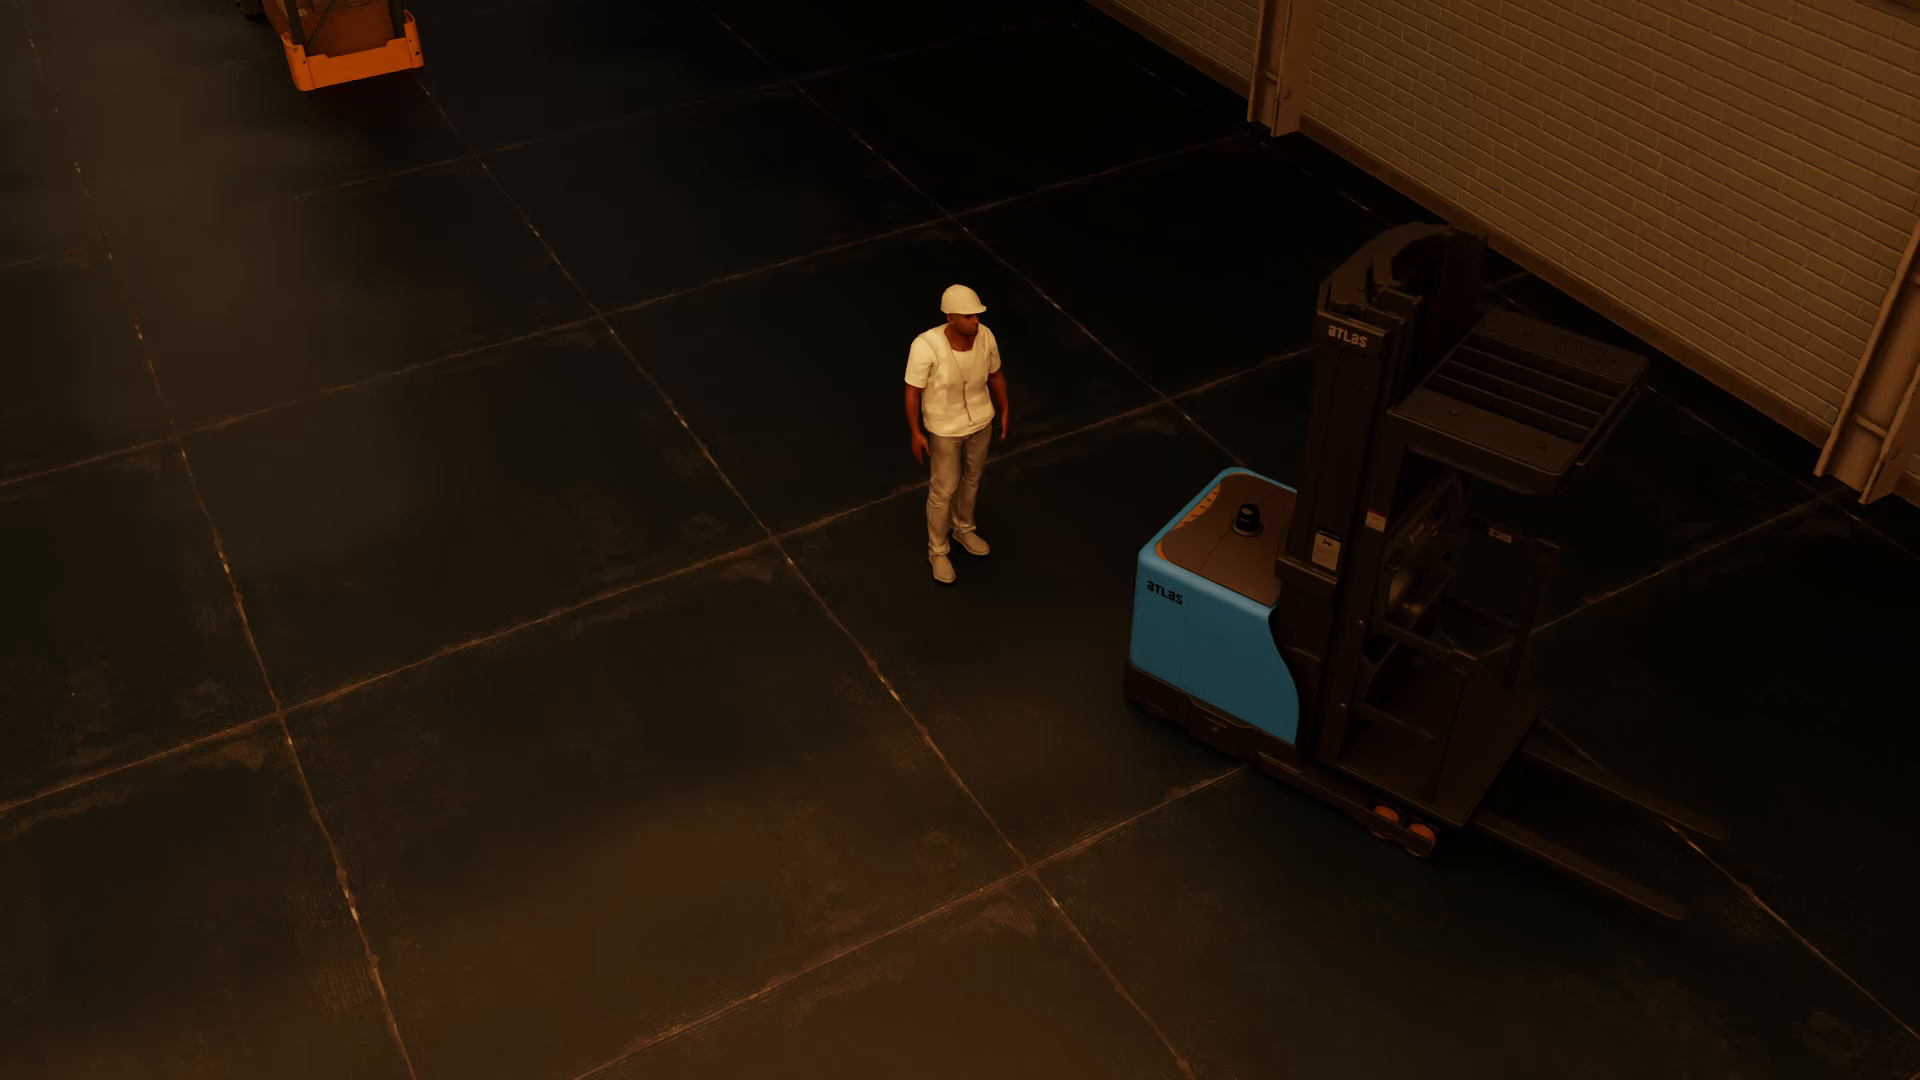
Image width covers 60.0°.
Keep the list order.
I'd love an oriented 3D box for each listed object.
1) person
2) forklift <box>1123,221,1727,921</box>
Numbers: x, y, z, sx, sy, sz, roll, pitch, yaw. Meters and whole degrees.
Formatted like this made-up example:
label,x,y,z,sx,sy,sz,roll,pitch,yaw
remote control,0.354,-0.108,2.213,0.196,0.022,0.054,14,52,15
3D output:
label,x,y,z,sx,sy,sz,roll,pitch,yaw
person,0.029,-0.645,9.715,0.666,1.765,0.577,-20,44,-23
forklift,2.390,0.082,7.937,3.031,2.935,1.130,26,46,28
